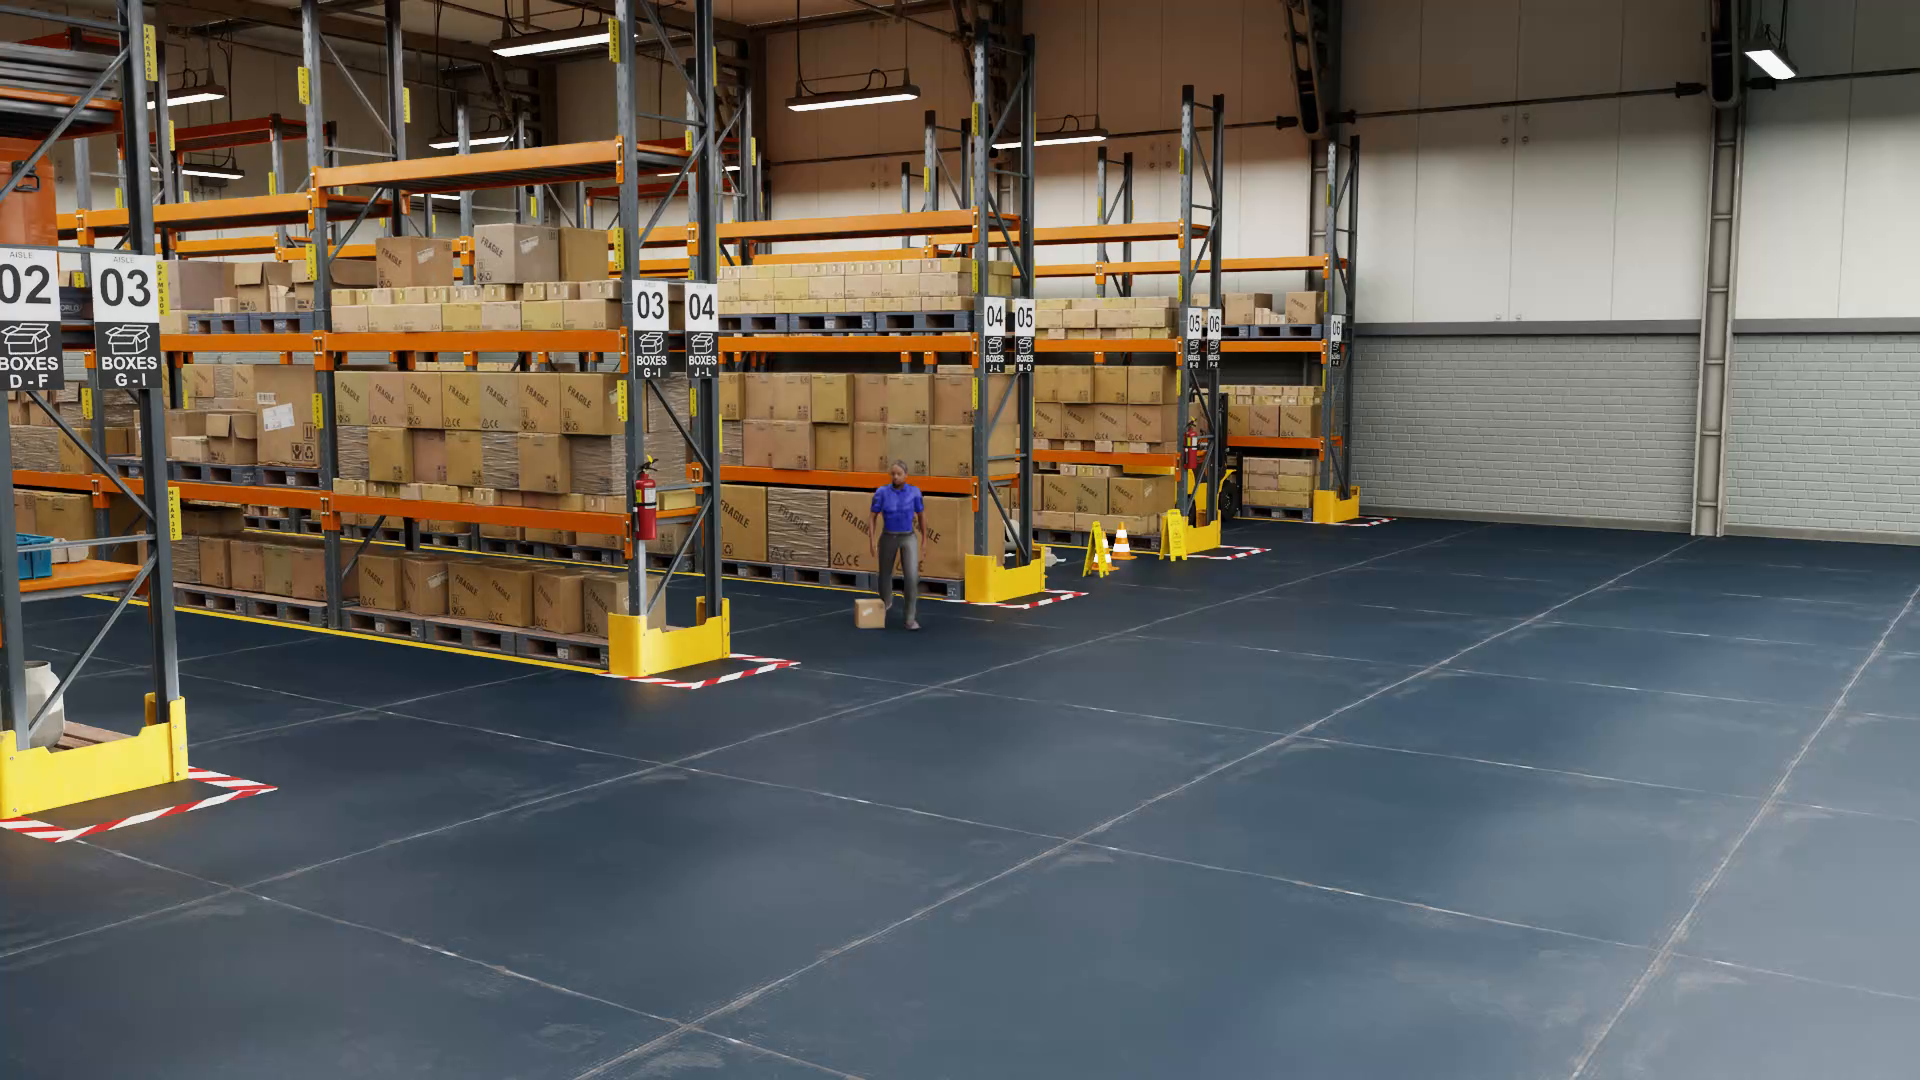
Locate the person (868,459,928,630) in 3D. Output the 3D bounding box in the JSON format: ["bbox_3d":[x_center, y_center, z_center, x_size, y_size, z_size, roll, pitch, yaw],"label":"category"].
[{"bbox_3d":[-0.594,0.014,15.985,0.573,1.606,0.789,0,6,3],"label":"person"}]
